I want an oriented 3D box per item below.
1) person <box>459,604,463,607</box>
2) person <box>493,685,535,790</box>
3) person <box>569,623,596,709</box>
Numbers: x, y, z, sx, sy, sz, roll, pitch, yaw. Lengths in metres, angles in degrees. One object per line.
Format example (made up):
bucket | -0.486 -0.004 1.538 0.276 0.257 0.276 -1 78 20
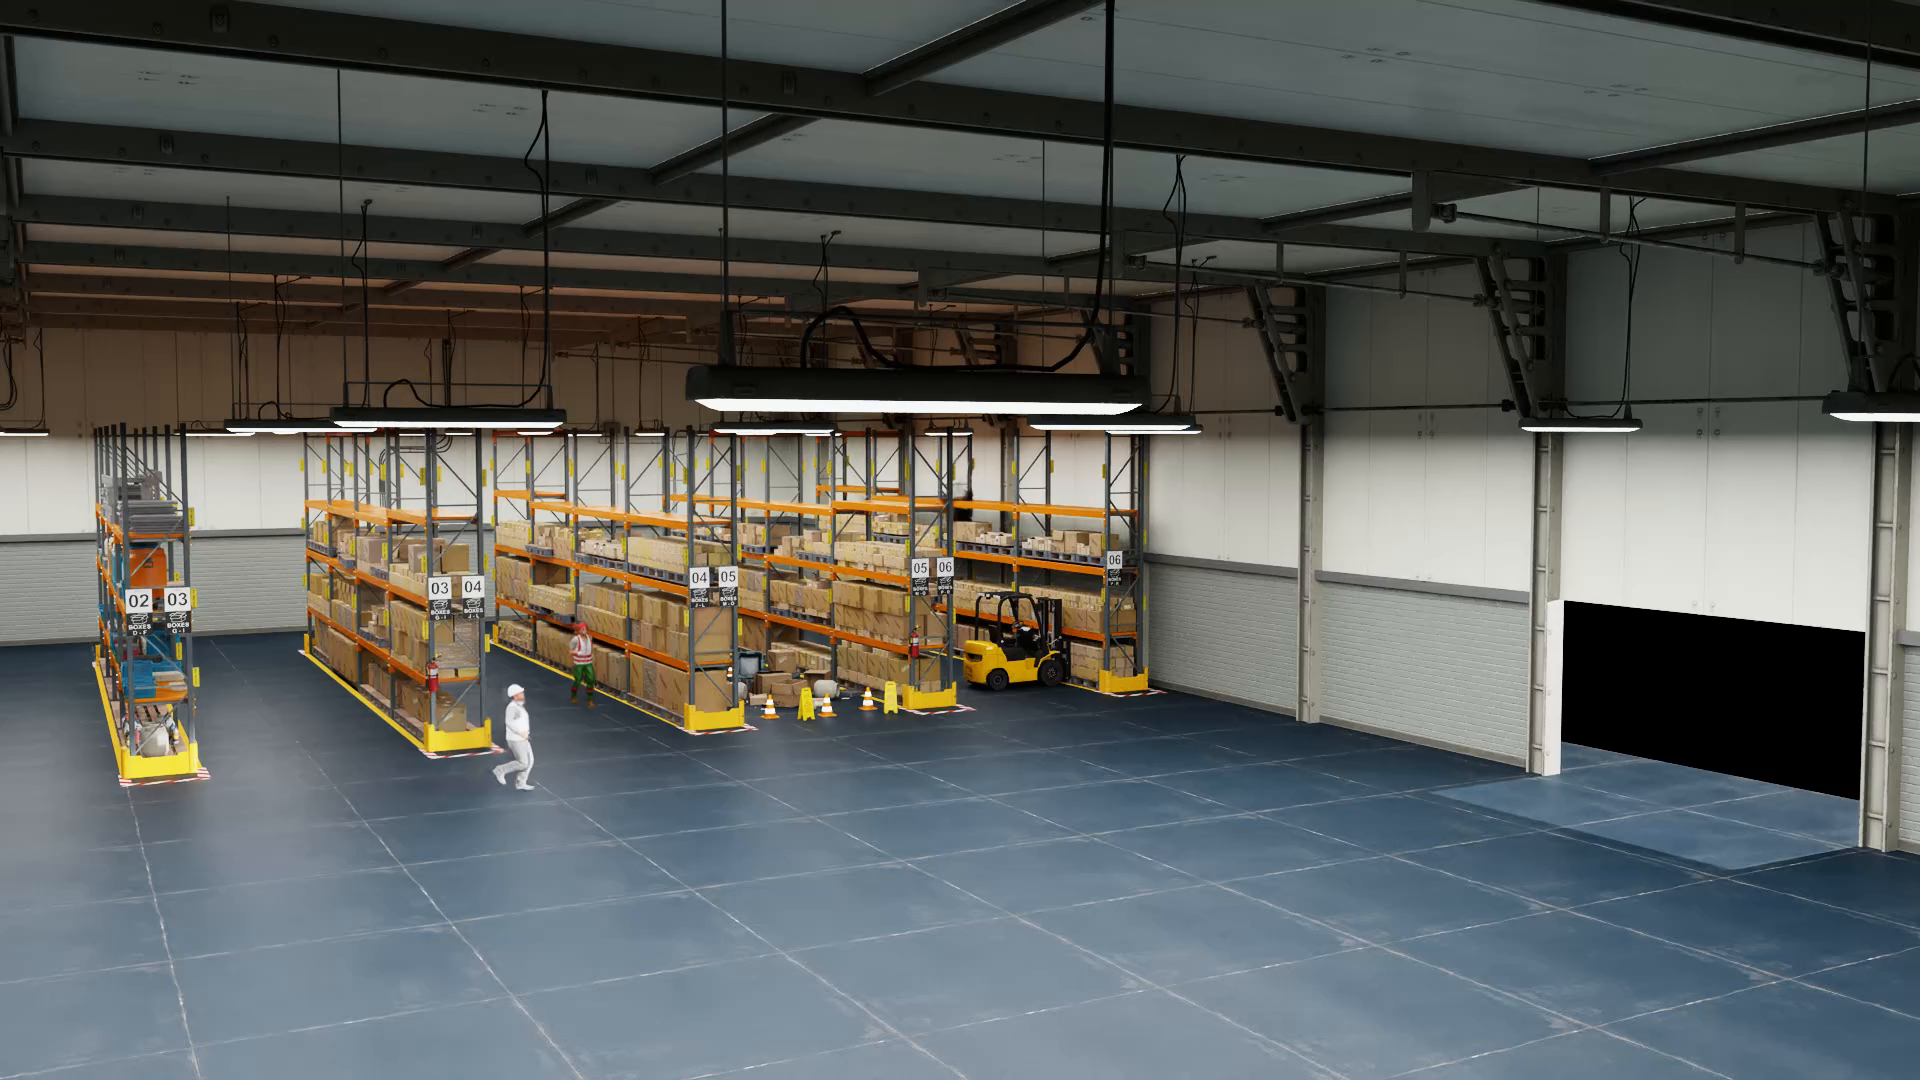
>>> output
person | -14.189 2.123 46.316 0.635 1.561 0.827 0 3 -1
person | -7.281 3.223 27.123 0.641 1.733 0.655 0 3 -3
person | -8.097 2.669 35.612 0.595 1.823 0.893 -2 4 -36
